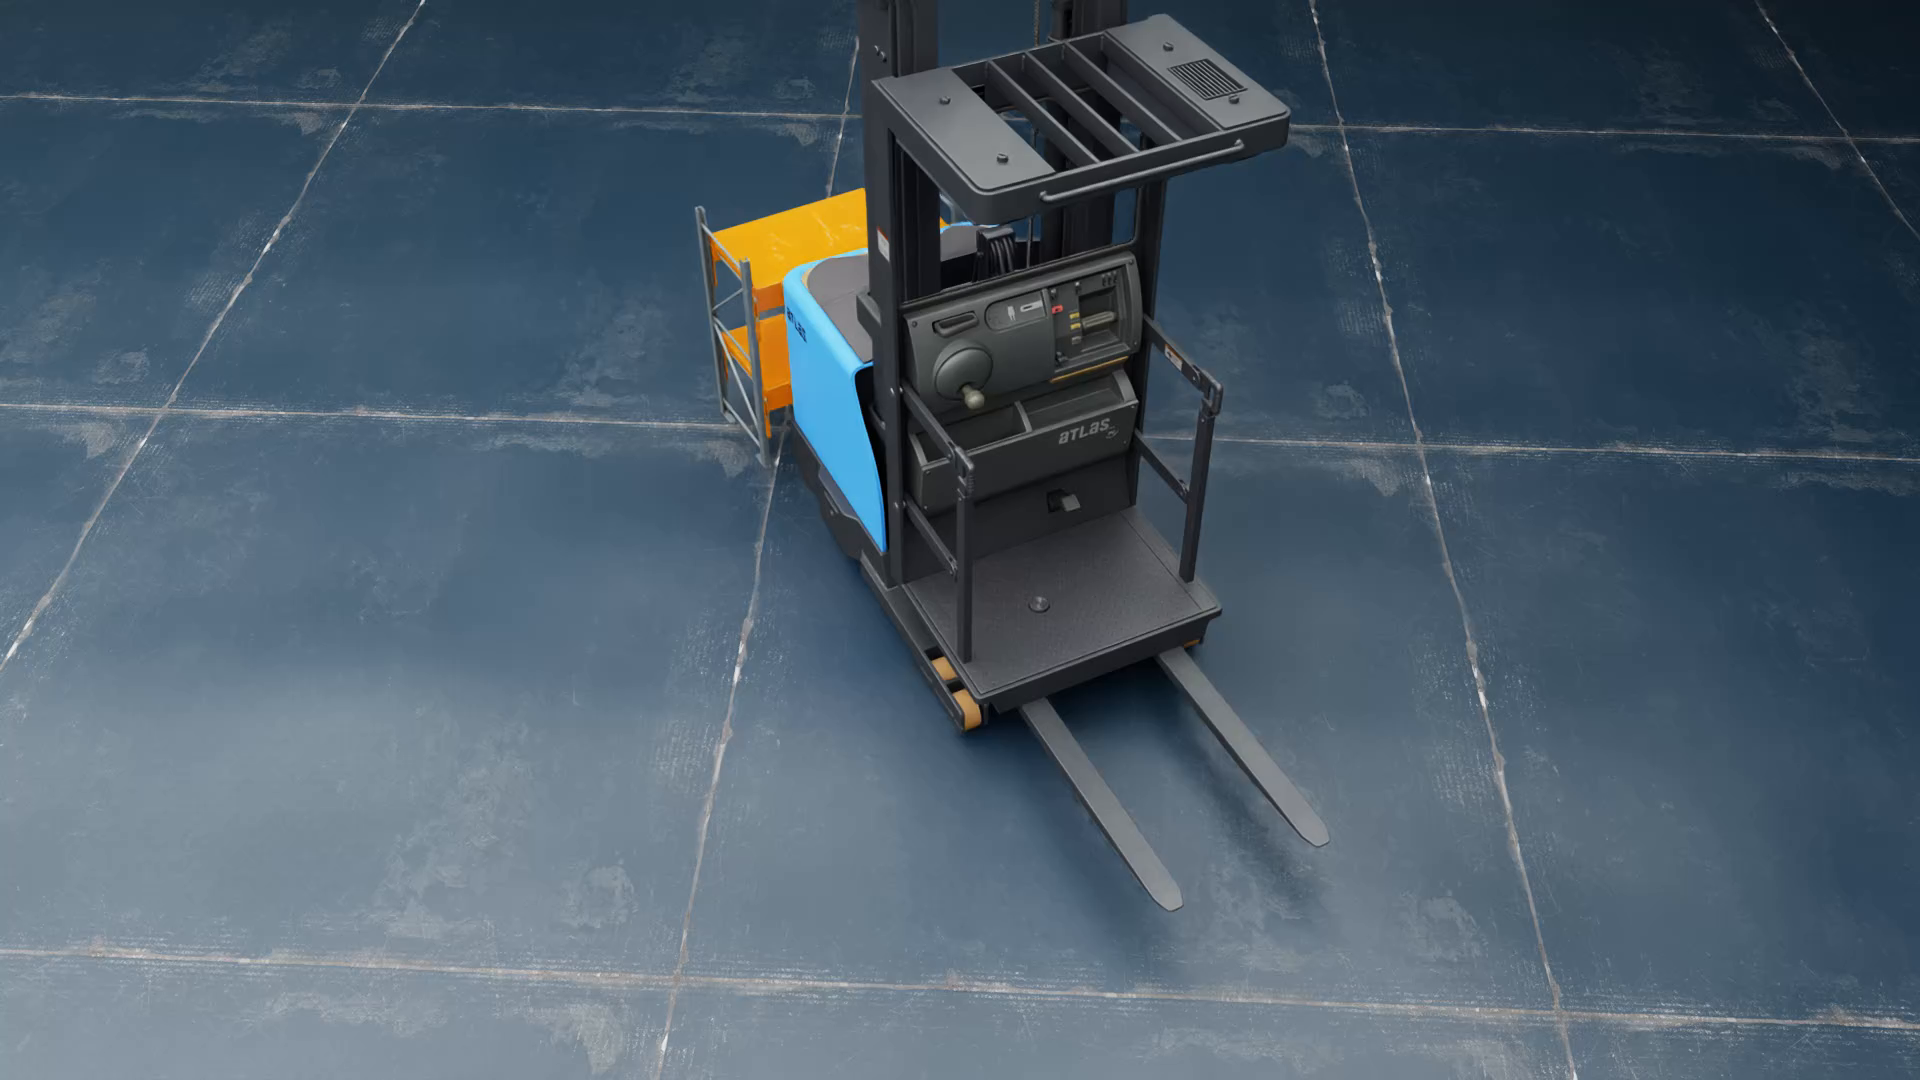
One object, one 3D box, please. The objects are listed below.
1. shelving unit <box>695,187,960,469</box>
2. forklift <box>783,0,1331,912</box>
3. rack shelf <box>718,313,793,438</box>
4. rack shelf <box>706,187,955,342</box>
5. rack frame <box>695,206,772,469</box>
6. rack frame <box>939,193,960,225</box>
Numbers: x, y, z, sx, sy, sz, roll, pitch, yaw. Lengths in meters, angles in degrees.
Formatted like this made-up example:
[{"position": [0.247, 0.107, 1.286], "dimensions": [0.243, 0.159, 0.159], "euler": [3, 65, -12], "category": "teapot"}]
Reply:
[{"position": [-0.575, -1.068, 7.654], "dimensions": [1.048, 1.125, 0.538], "euler": [-22, 47, -22], "category": "shelving unit"}, {"position": [0.342, -0.671, 5.905], "dimensions": [1.130, 2.935, 3.031], "euler": [-19, 46, -19], "category": "forklift"}, {"position": [-0.575, -0.888, 7.820], "dimensions": [1.000, 0.278, 0.538], "euler": [-22, 47, -22], "category": "rack shelf"}, {"position": [-0.576, -1.283, 7.456], "dimensions": [1.000, 0.278, 0.538], "euler": [-22, 47, -22], "category": "rack shelf"}, {"position": [-1.014, -0.892, 7.466], "dimensions": [0.032, 1.125, 0.500], "euler": [-22, 47, -22], "category": "rack frame"}, {"position": [-0.137, -1.243, 7.843], "dimensions": [0.032, 1.125, 0.500], "euler": [-22, 47, -22], "category": "rack frame"}]
